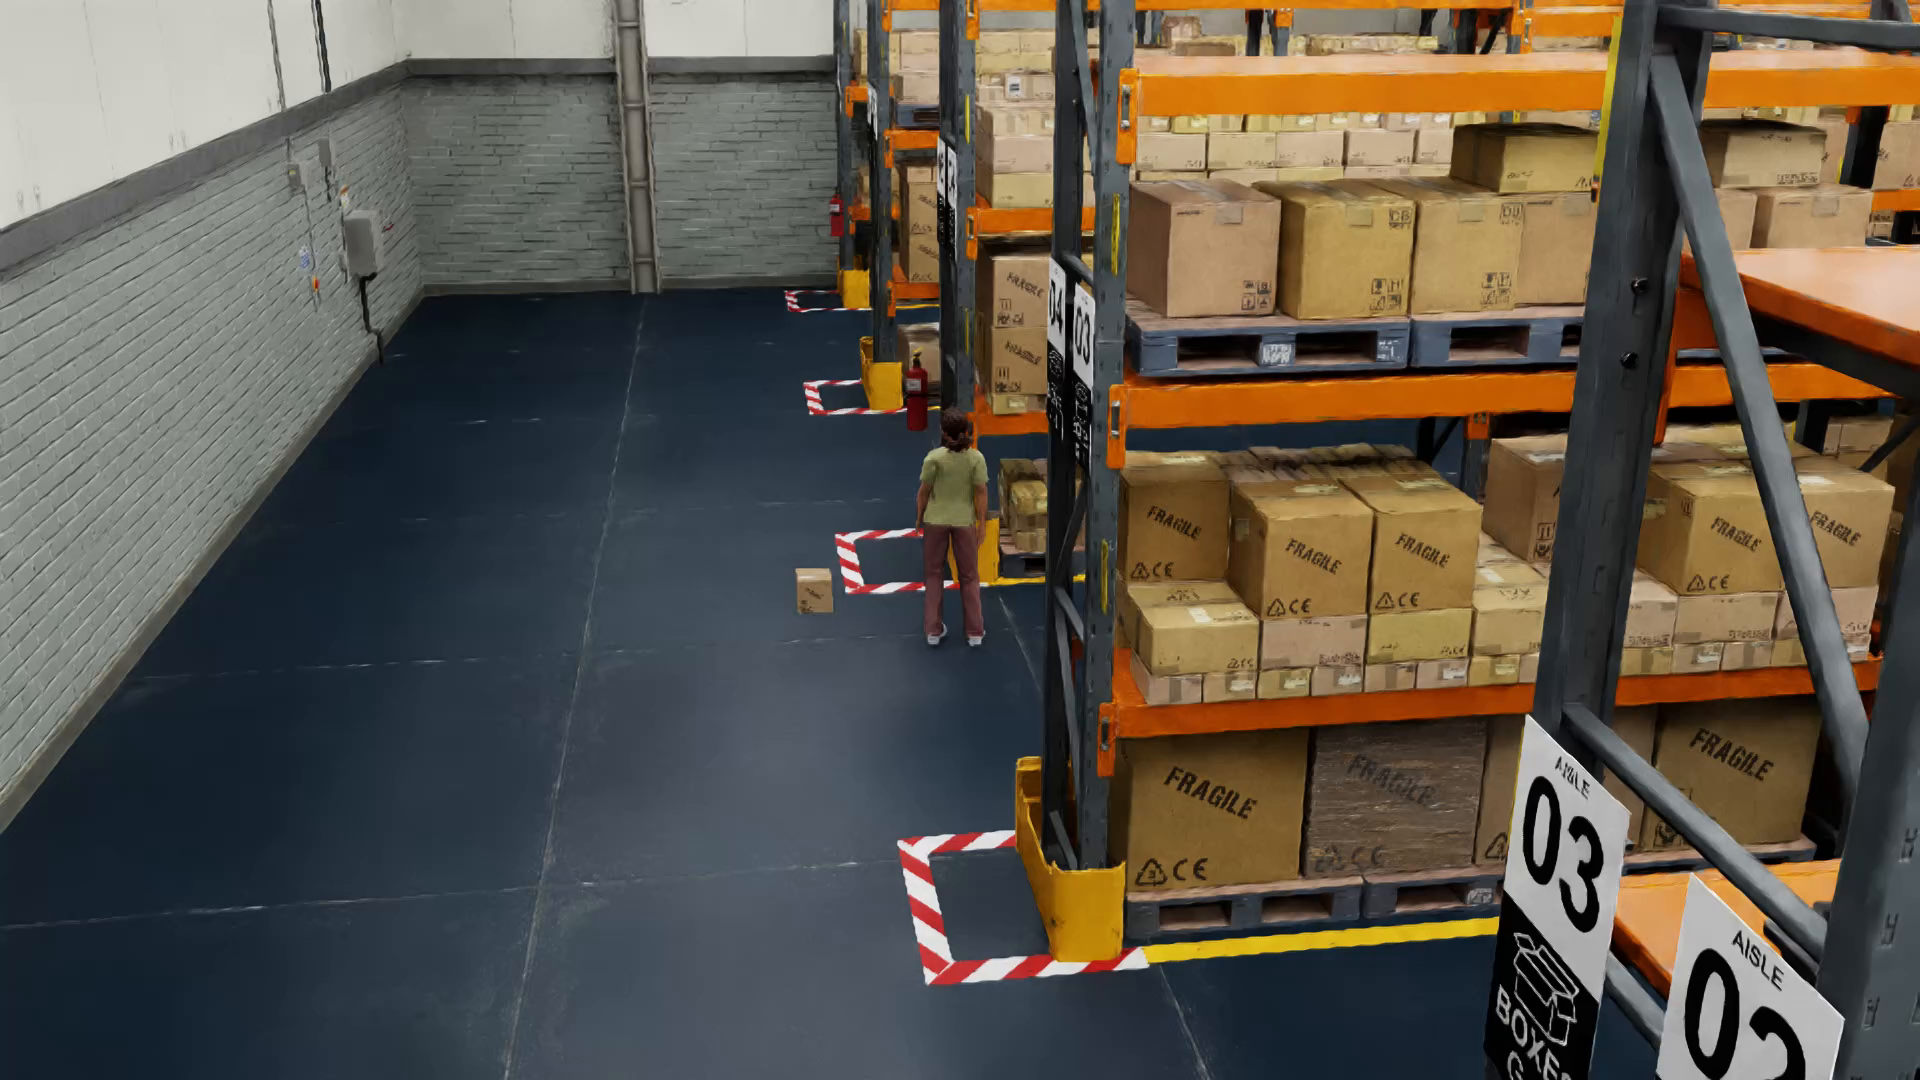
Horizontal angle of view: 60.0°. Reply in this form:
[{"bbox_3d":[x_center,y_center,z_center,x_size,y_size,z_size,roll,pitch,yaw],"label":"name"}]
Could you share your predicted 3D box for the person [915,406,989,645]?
[{"bbox_3d":[-0.056,-0.090,11.261,0.490,1.679,0.372,-2,20,-7],"label":"person"}]
